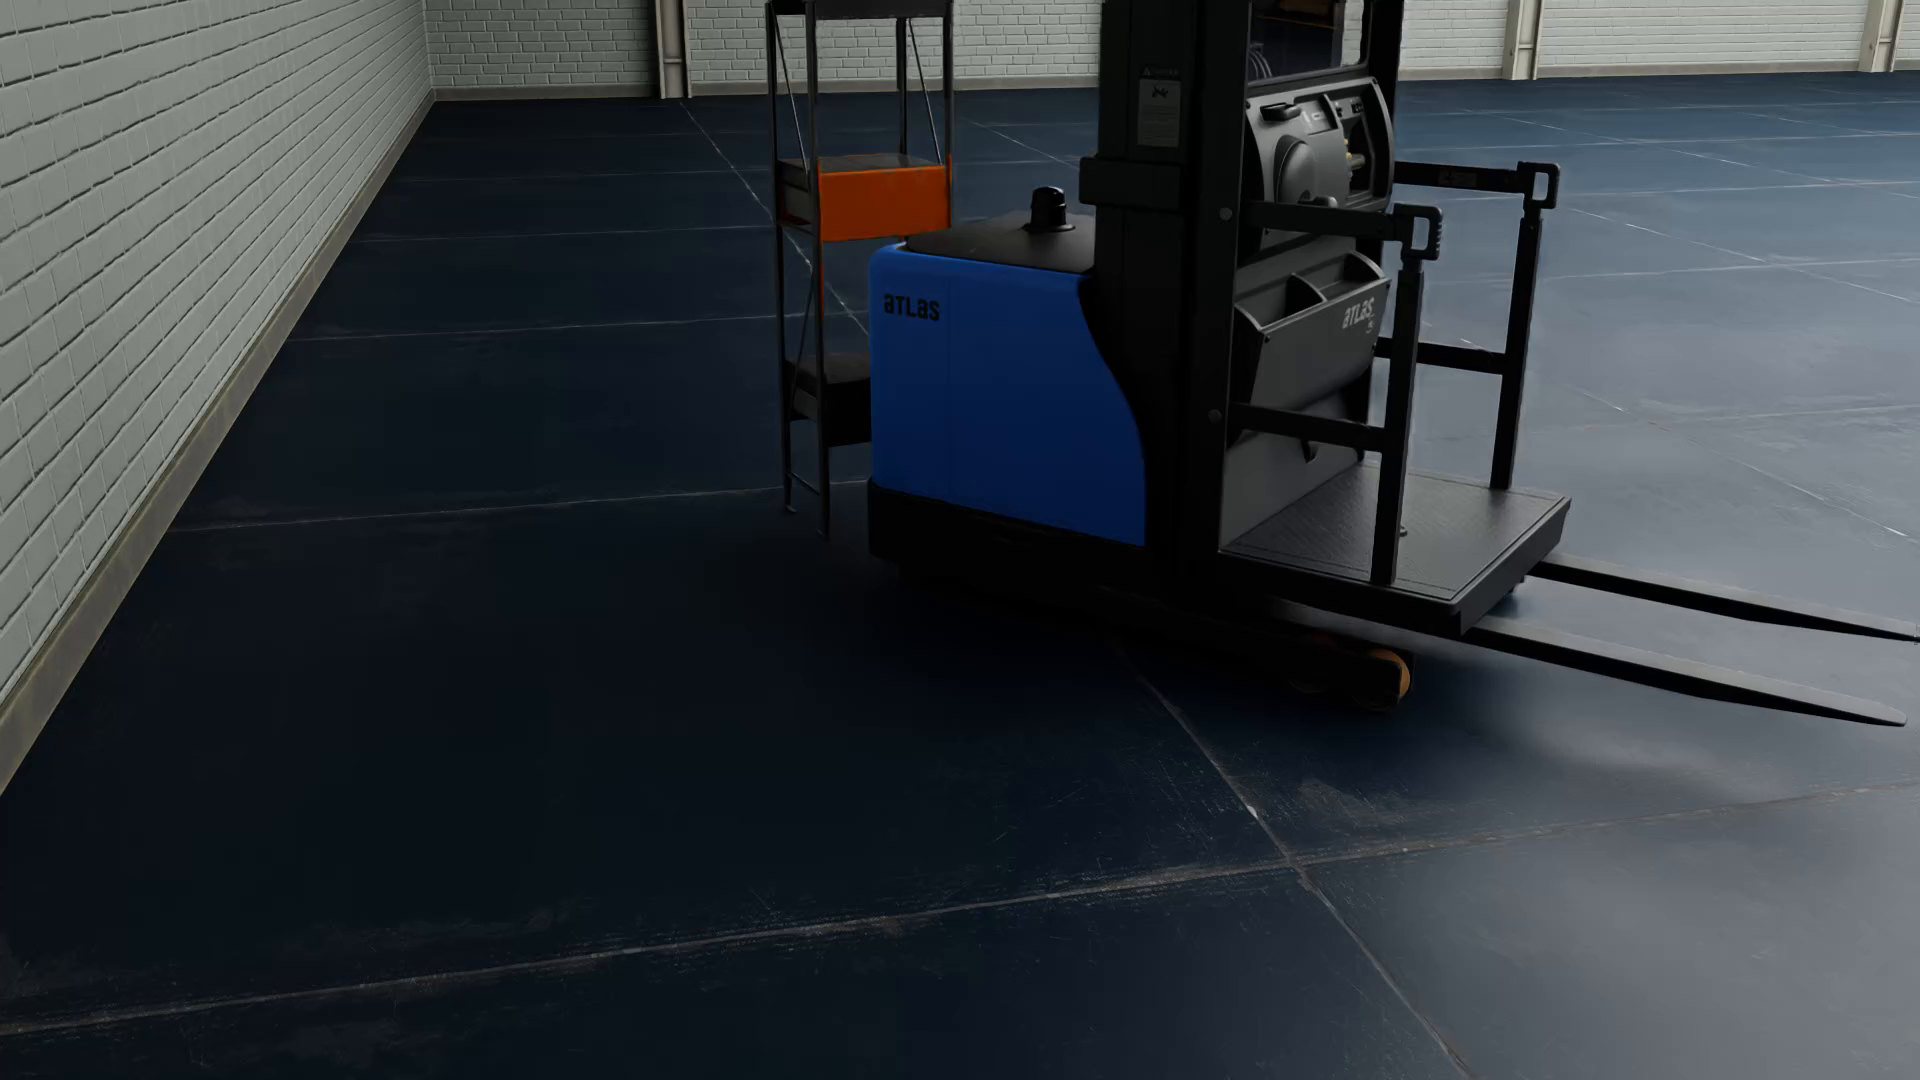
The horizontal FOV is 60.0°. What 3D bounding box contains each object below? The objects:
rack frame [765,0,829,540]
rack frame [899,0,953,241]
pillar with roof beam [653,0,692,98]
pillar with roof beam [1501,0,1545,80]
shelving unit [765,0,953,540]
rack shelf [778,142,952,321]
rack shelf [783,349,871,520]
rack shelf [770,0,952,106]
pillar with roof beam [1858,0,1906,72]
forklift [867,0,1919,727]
[{"bbox_3d":[-0.554,-1.047,5.619,0.015,2.100,0.400,-10,22,-25],"label":"rack frame"},{"bbox_3d":[-0.118,-1.122,5.825,0.015,2.100,0.400,-10,22,-25],"label":"rack frame"},{"bbox_3d":[-2.657,-8.466,15.844,0.400,9.000,9.100,-5,21,-12],"label":"pillar with roof beam"},{"bbox_3d":[9.021,-9.416,18.437,0.400,9.000,9.100,-5,21,-12],"label":"pillar with roof beam"},{"bbox_3d":[-0.336,-1.084,5.722,0.503,2.100,0.431,-10,22,-25],"label":"shelving unit"},{"bbox_3d":[-0.336,-1.072,5.727,0.480,0.518,0.431,-10,22,-25],"label":"rack shelf"},{"bbox_3d":[-0.336,-0.414,5.967,0.480,0.518,0.431,-10,22,-25],"label":"rack shelf"},{"bbox_3d":[-0.336,-1.729,5.486,0.480,0.518,0.431,-10,22,-25],"label":"rack shelf"},{"bbox_3d":[14.860,-9.891,19.733,0.400,9.000,9.100,-5,21,-12],"label":"pillar with roof beam"},{"bbox_3d":[1.198,-1.118,4.604,3.031,2.935,1.130,13,24,32],"label":"forklift"}]
